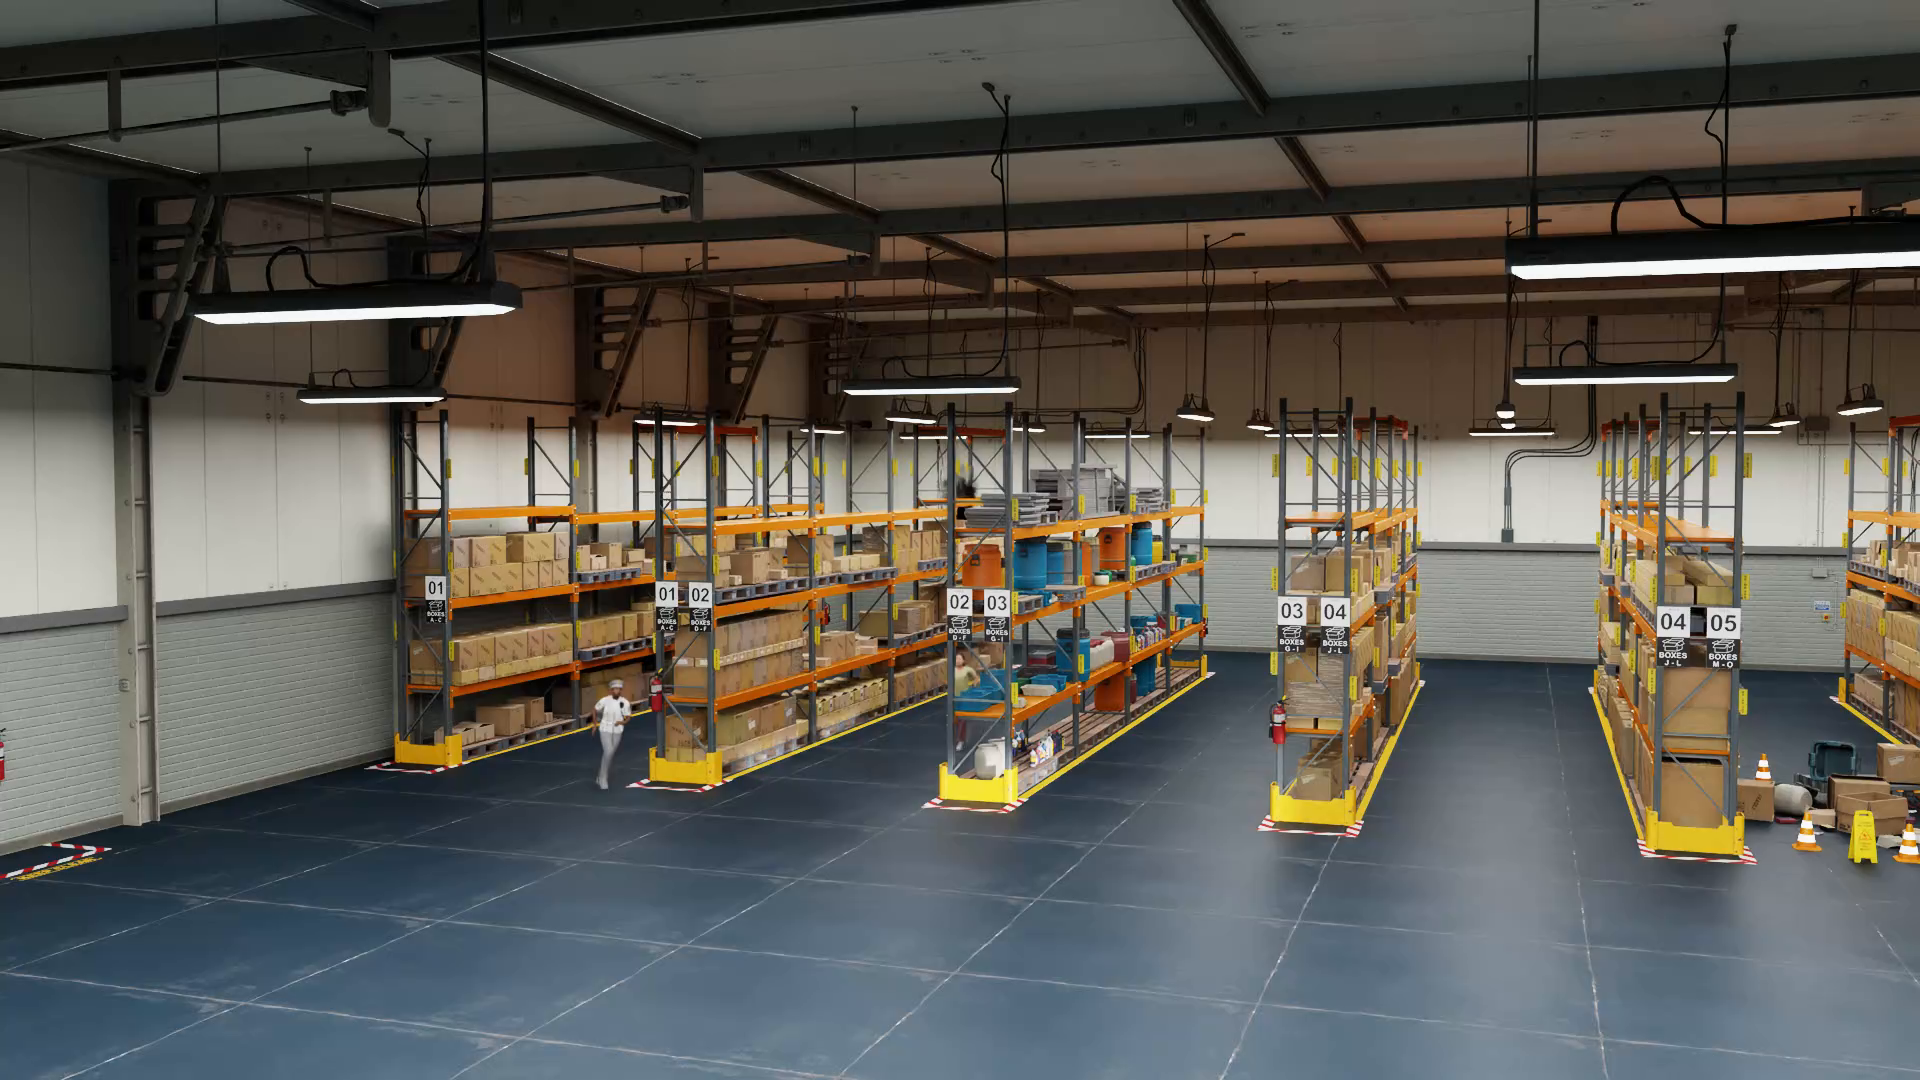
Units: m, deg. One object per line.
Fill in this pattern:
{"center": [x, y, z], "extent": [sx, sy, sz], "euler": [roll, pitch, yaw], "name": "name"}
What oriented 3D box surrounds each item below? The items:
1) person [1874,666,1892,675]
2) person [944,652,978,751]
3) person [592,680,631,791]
{"center": [20.429, 2.587, 36.557], "extent": [0.658, 1.724, 0.841], "euler": [2, 3, 41], "name": "person"}
{"center": [0.002, 2.871, 29.874], "extent": [0.554, 1.711, 0.844], "euler": [1, 3, 17], "name": "person"}
{"center": [-5.469, 3.040, 26.159], "extent": [0.572, 1.675, 0.677], "euler": [-1, 3, -25], "name": "person"}
